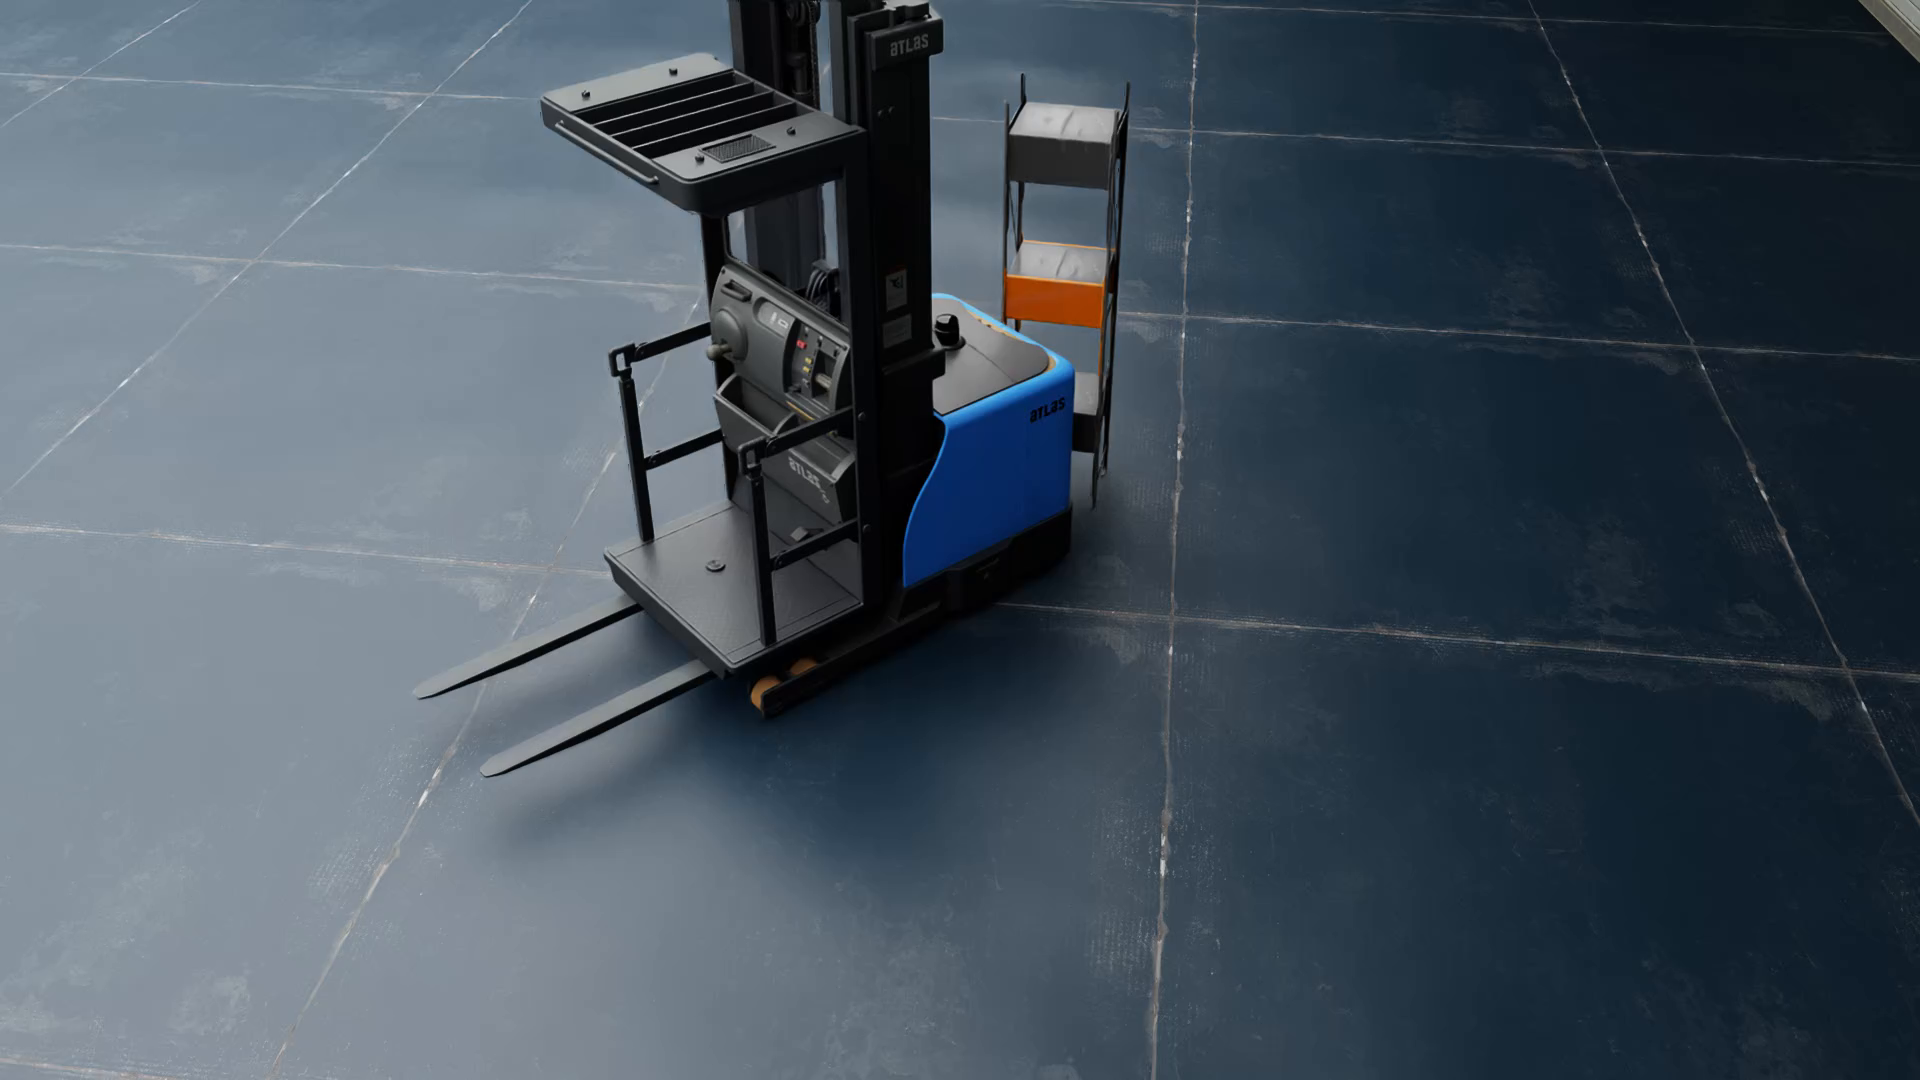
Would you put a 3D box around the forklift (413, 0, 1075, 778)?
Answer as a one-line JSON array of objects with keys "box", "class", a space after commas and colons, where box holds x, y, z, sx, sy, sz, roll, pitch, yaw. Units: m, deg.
[{"box": [-0.919, -0.786, 6.828, 3.031, 2.935, 1.130, -26, 43, -31], "class": "forklift"}]

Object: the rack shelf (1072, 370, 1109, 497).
[{"box": [0.487, -0.574, 8.475, 0.480, 0.518, 0.431, 8, 36, 11], "class": "rack shelf"}]

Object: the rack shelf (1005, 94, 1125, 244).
[{"box": [0.487, -1.714, 7.662, 0.480, 0.518, 0.431, 8, 36, 11], "class": "rack shelf"}]

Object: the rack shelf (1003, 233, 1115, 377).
[{"box": [0.487, -1.144, 8.069, 0.480, 0.518, 0.431, 8, 36, 11], "class": "rack shelf"}]

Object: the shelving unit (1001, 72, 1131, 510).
[{"box": [0.487, -1.155, 8.061, 0.503, 2.100, 0.431, 8, 36, 11], "class": "shelving unit"}]

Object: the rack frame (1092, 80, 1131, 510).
[{"box": [0.725, -1.123, 8.016, 0.015, 2.100, 0.400, 8, 36, 11], "class": "rack frame"}]

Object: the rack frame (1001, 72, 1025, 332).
[{"box": [0.250, -1.187, 8.105, 0.015, 2.100, 0.400, 8, 36, 11], "class": "rack frame"}]
